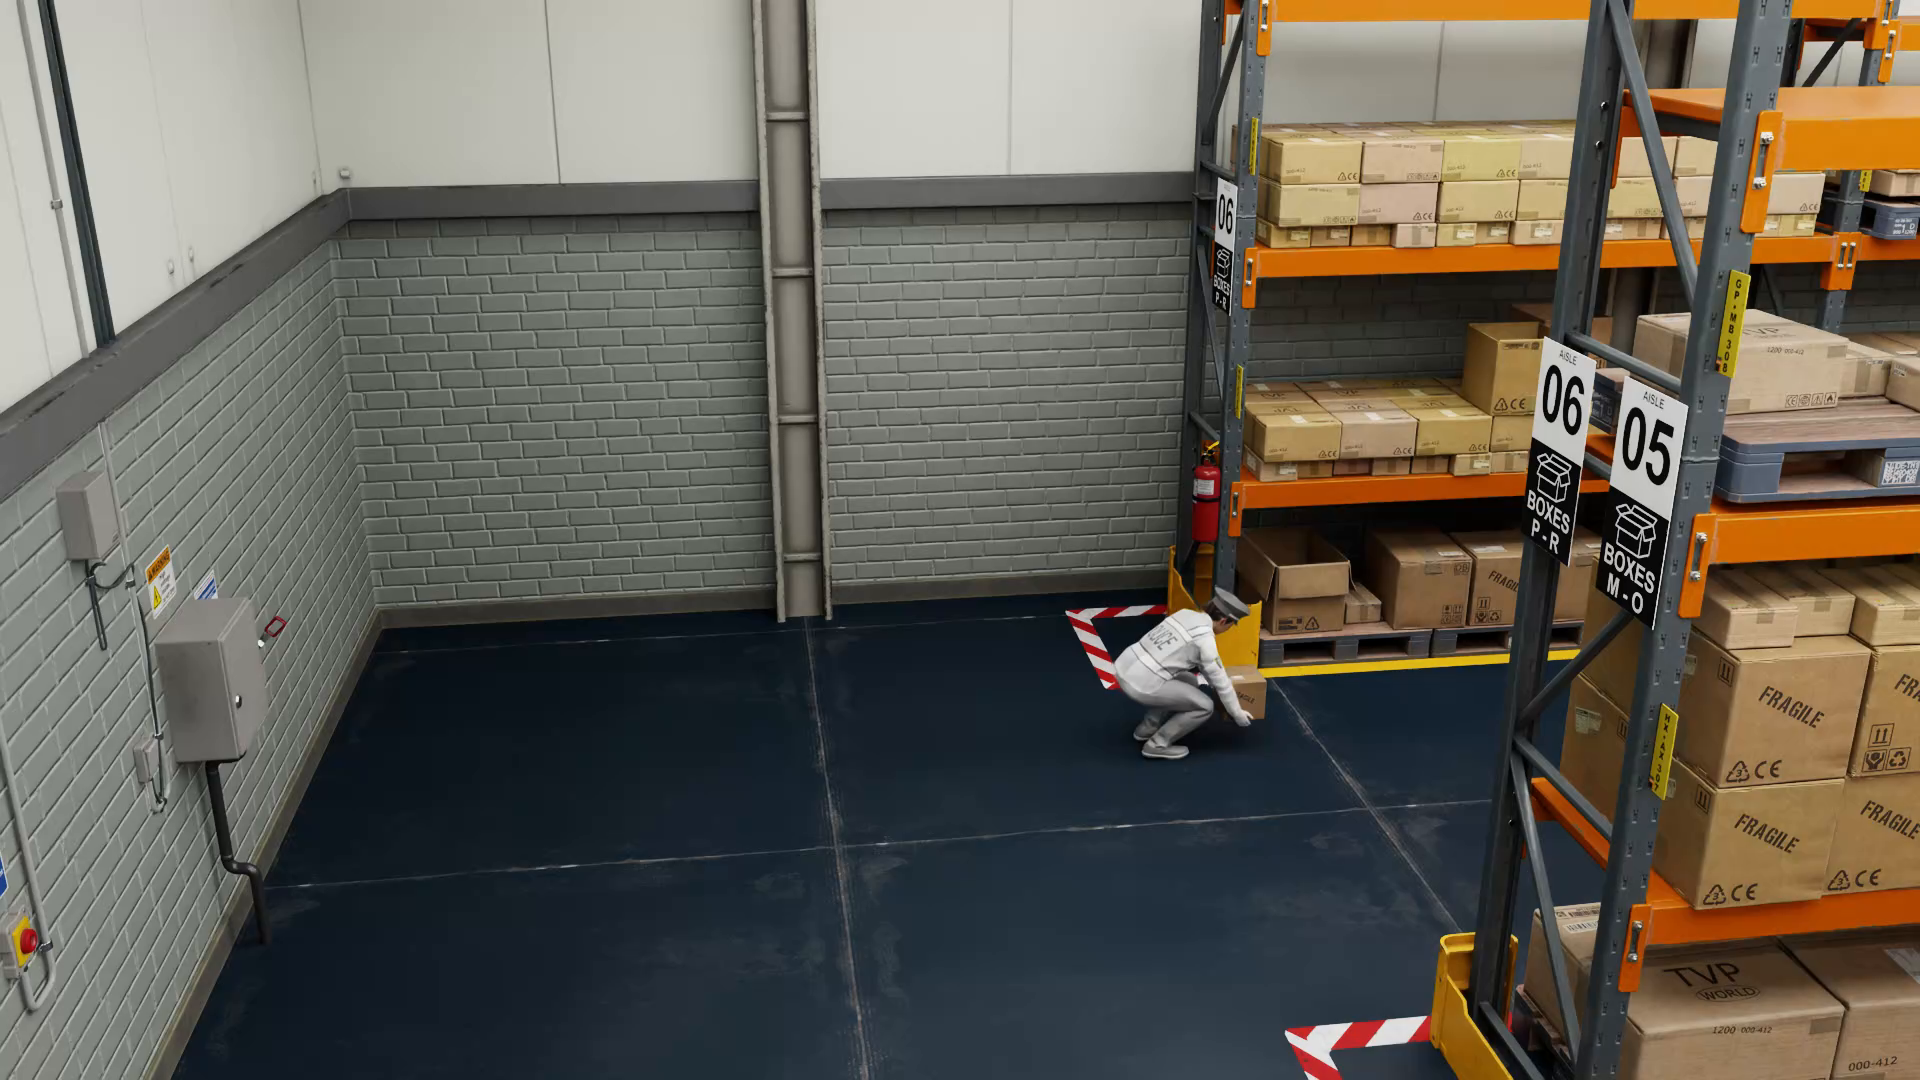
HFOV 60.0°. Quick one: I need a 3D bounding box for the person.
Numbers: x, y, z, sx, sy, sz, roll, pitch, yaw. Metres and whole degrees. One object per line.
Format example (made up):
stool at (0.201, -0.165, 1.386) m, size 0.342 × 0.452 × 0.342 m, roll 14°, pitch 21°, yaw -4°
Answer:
person at (13.345, -0.276, 5.722) m, size 23.551 × 5.875 × 11.112 m, roll -3°, pitch 20°, yaw -8°
